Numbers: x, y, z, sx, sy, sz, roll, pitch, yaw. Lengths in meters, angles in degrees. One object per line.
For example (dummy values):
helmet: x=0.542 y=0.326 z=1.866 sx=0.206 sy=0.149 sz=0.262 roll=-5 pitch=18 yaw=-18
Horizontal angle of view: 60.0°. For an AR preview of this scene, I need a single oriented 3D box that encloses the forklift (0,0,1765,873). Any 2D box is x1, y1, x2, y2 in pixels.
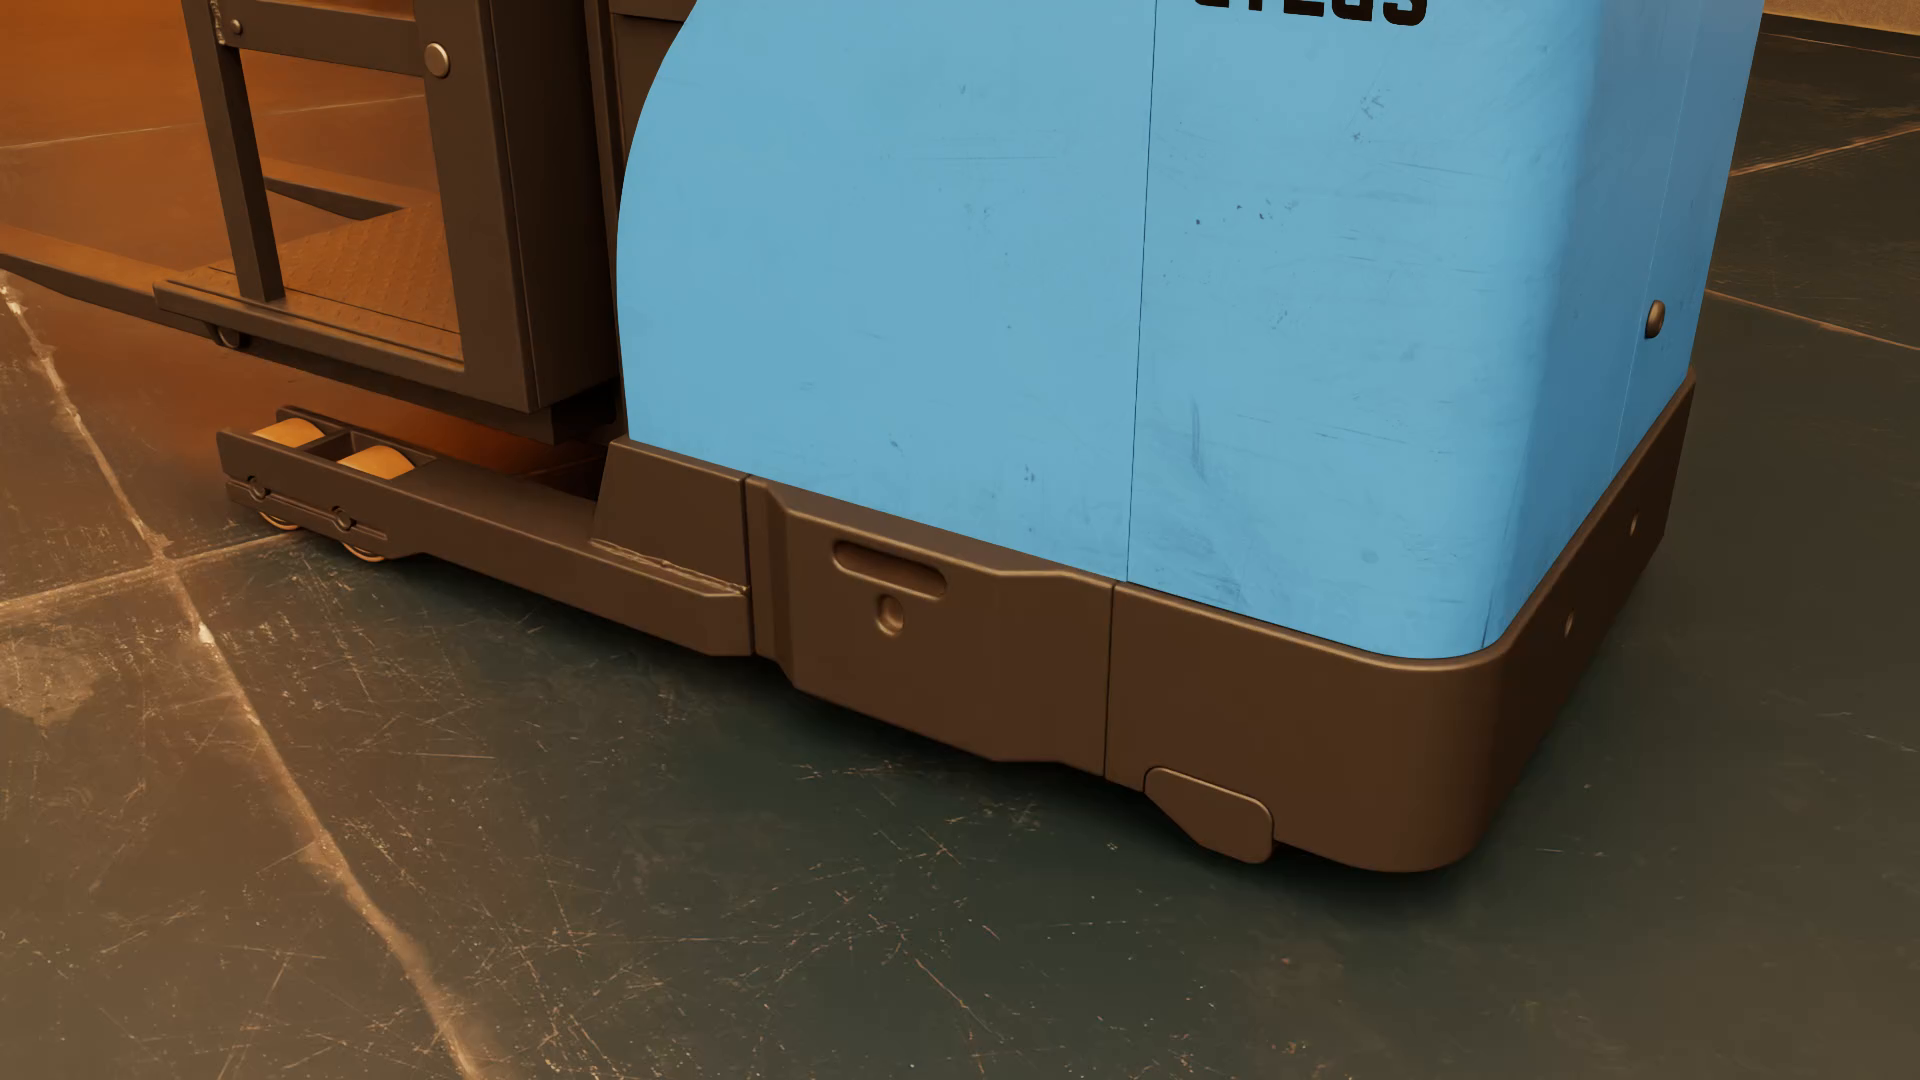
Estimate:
forklift: x=-0.511 y=-1.459 z=2.139 sx=3.031 sy=2.935 sz=1.130 roll=16 pitch=31 yaw=29
